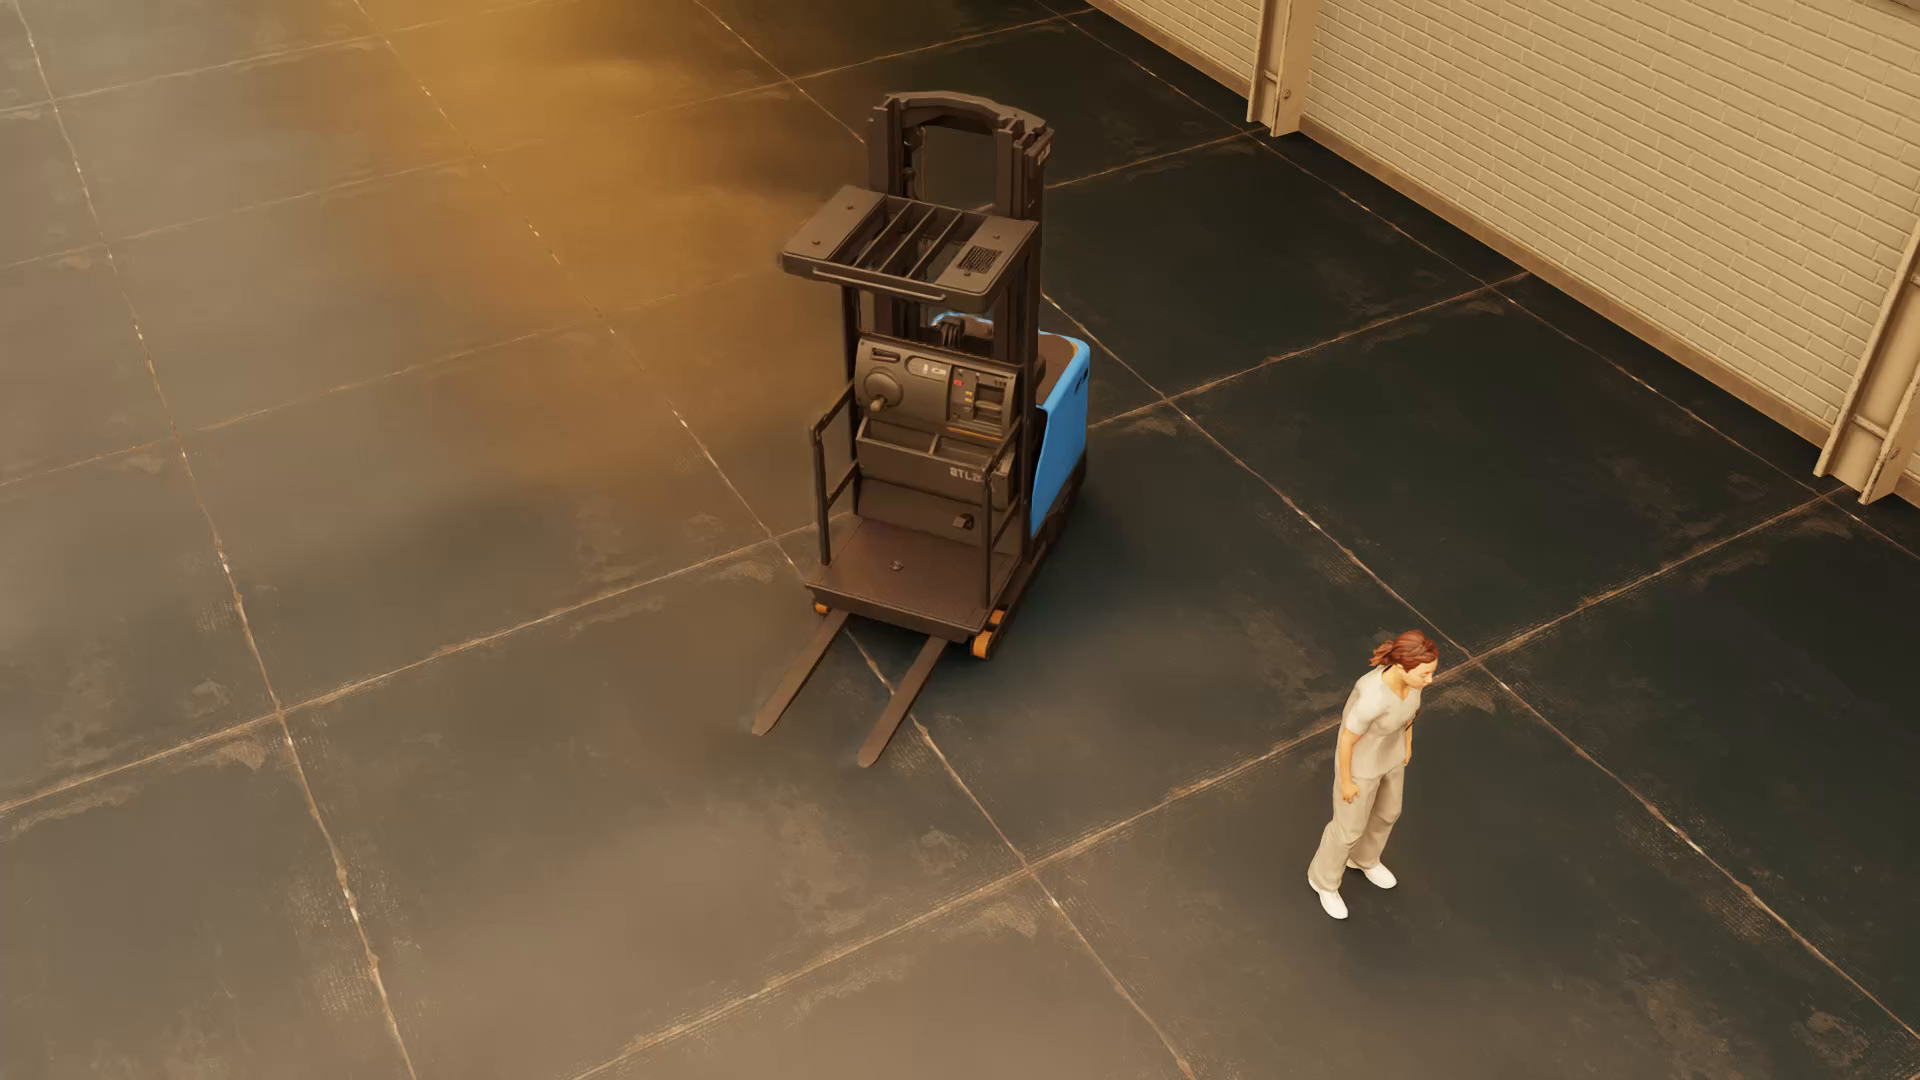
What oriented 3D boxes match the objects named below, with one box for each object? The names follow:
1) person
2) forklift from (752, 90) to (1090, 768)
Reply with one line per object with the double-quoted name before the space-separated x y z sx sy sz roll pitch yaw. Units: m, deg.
"person" 1.940 1.046 7.763 0.495 1.671 0.363 -26 46 -28
"forklift" -0.217 -0.757 8.949 1.130 2.935 3.031 15 42 17
